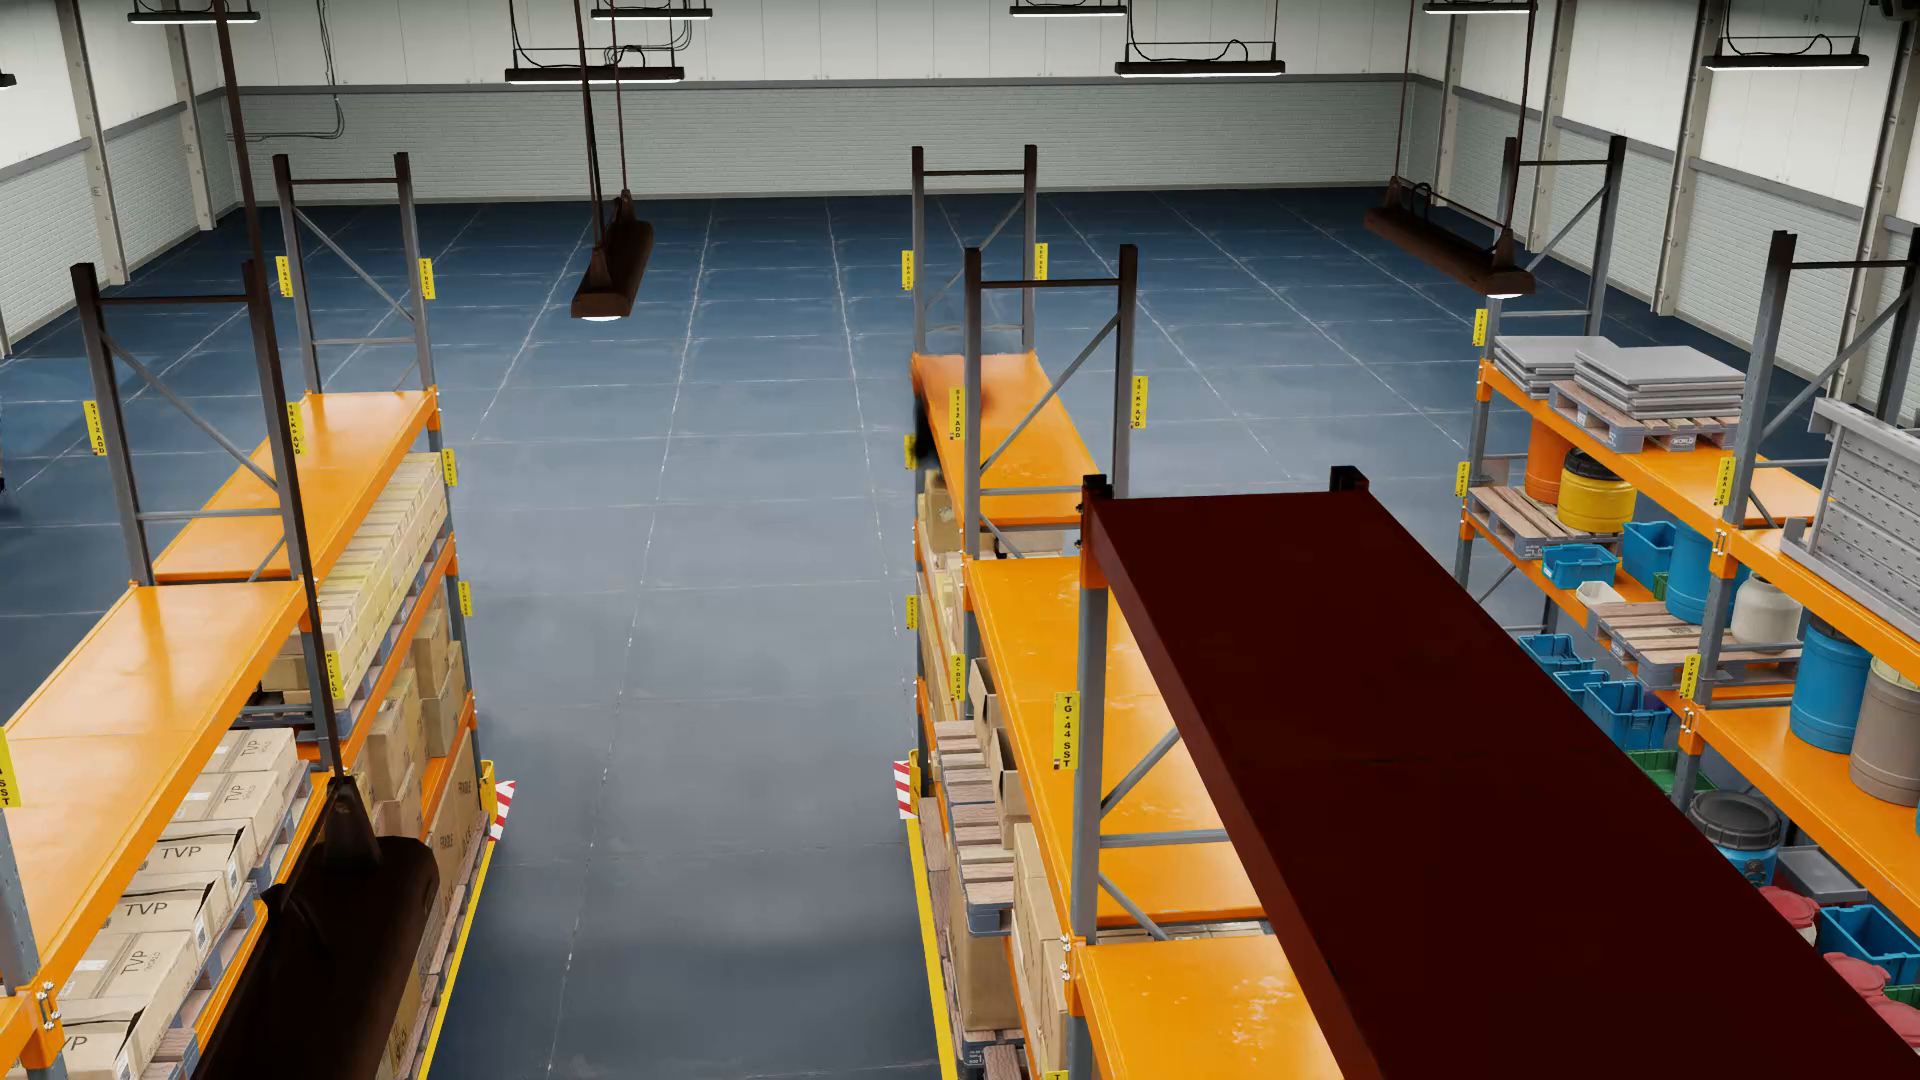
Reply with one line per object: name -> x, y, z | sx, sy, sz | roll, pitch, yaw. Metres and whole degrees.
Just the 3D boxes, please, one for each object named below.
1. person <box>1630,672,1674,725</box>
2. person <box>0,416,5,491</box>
person -> 6.430, 1.528, 15.607 | 0.618, 1.591, 0.679 | -6, 22, -16
person -> -13.451, -1.338, 22.753 | 0.597, 1.679, 0.671 | 14, 26, 32
